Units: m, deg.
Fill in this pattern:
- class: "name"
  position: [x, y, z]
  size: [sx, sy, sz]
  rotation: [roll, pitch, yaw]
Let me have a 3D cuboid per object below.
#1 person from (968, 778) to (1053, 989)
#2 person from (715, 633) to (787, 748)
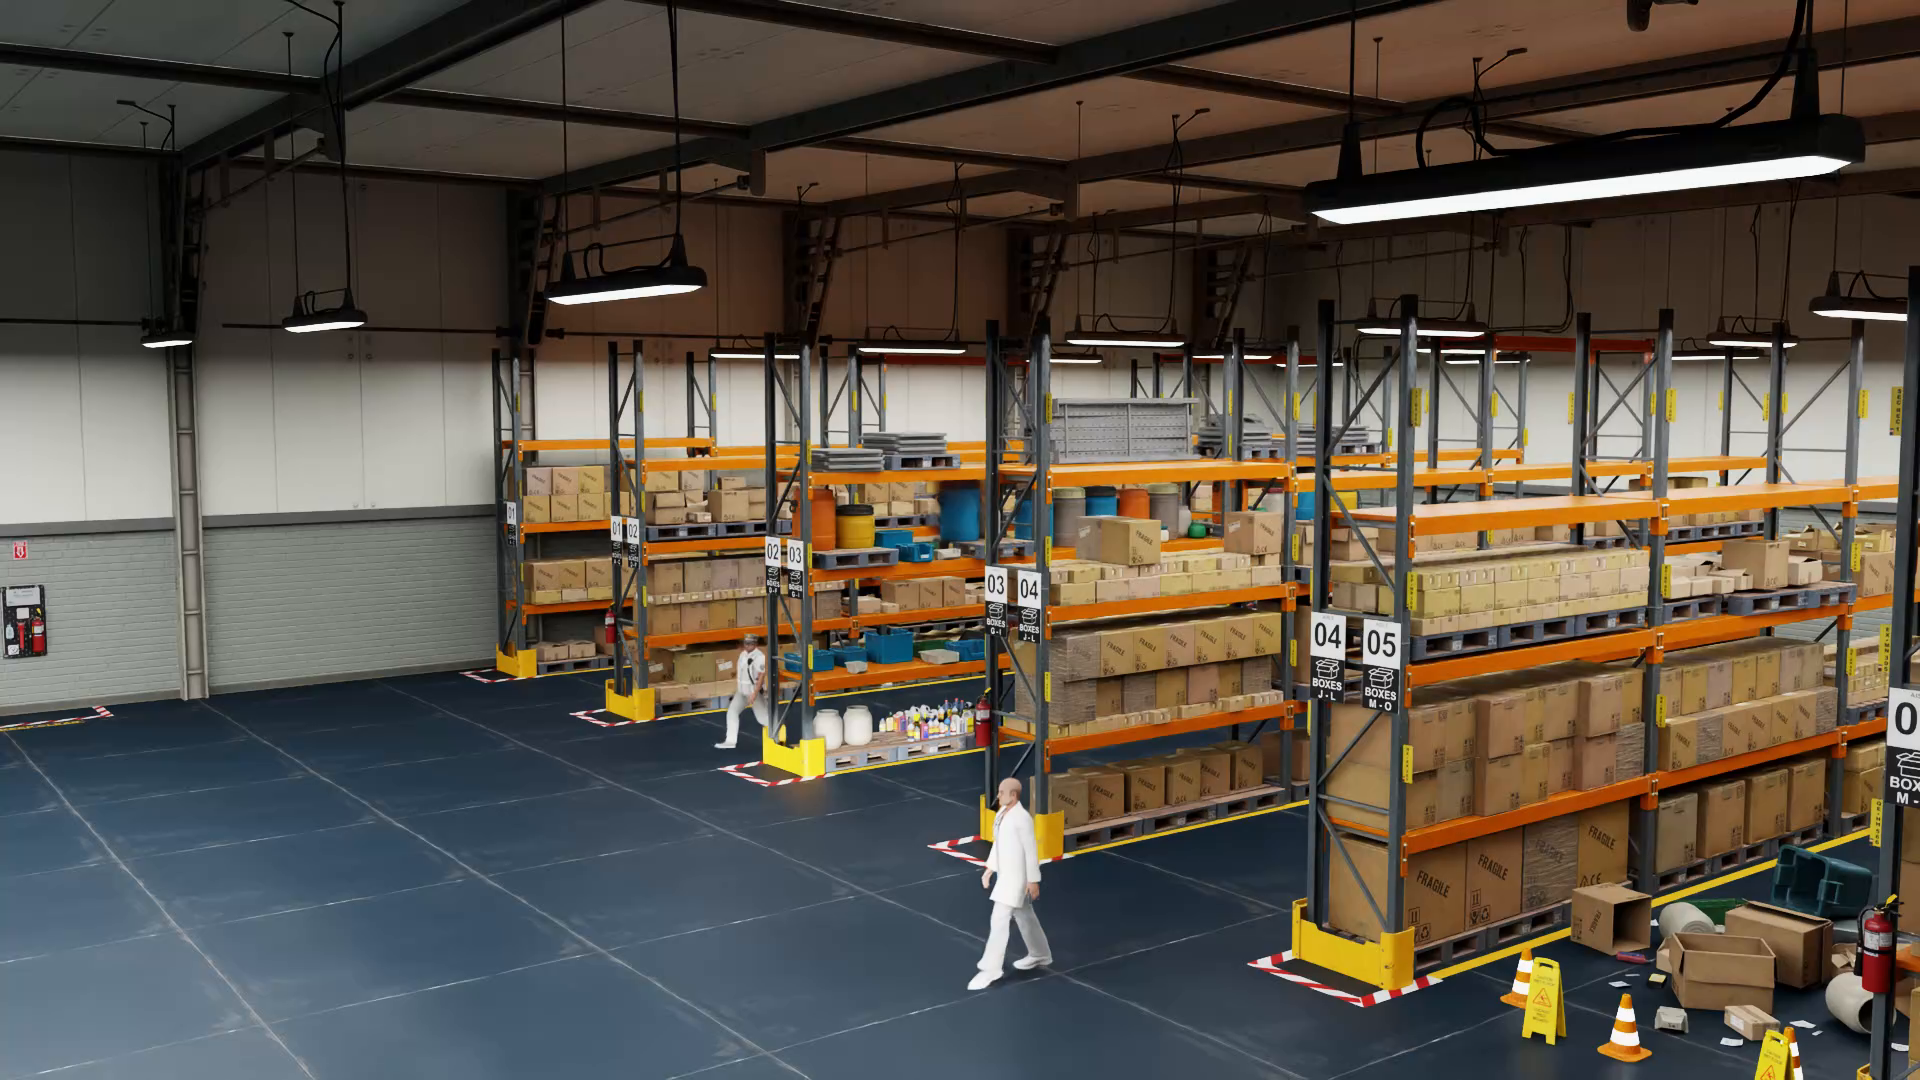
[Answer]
- class: "person"
  position: [0.436, 3.003, 14.733]
  size: [0.869, 1.804, 0.622]
  rotation: [-1, 5, -14]
- class: "person"
  position: [-3.044, 2.188, 24.278]
  size: [0.550, 1.697, 1.024]
  rotation: [4, 7, 40]
